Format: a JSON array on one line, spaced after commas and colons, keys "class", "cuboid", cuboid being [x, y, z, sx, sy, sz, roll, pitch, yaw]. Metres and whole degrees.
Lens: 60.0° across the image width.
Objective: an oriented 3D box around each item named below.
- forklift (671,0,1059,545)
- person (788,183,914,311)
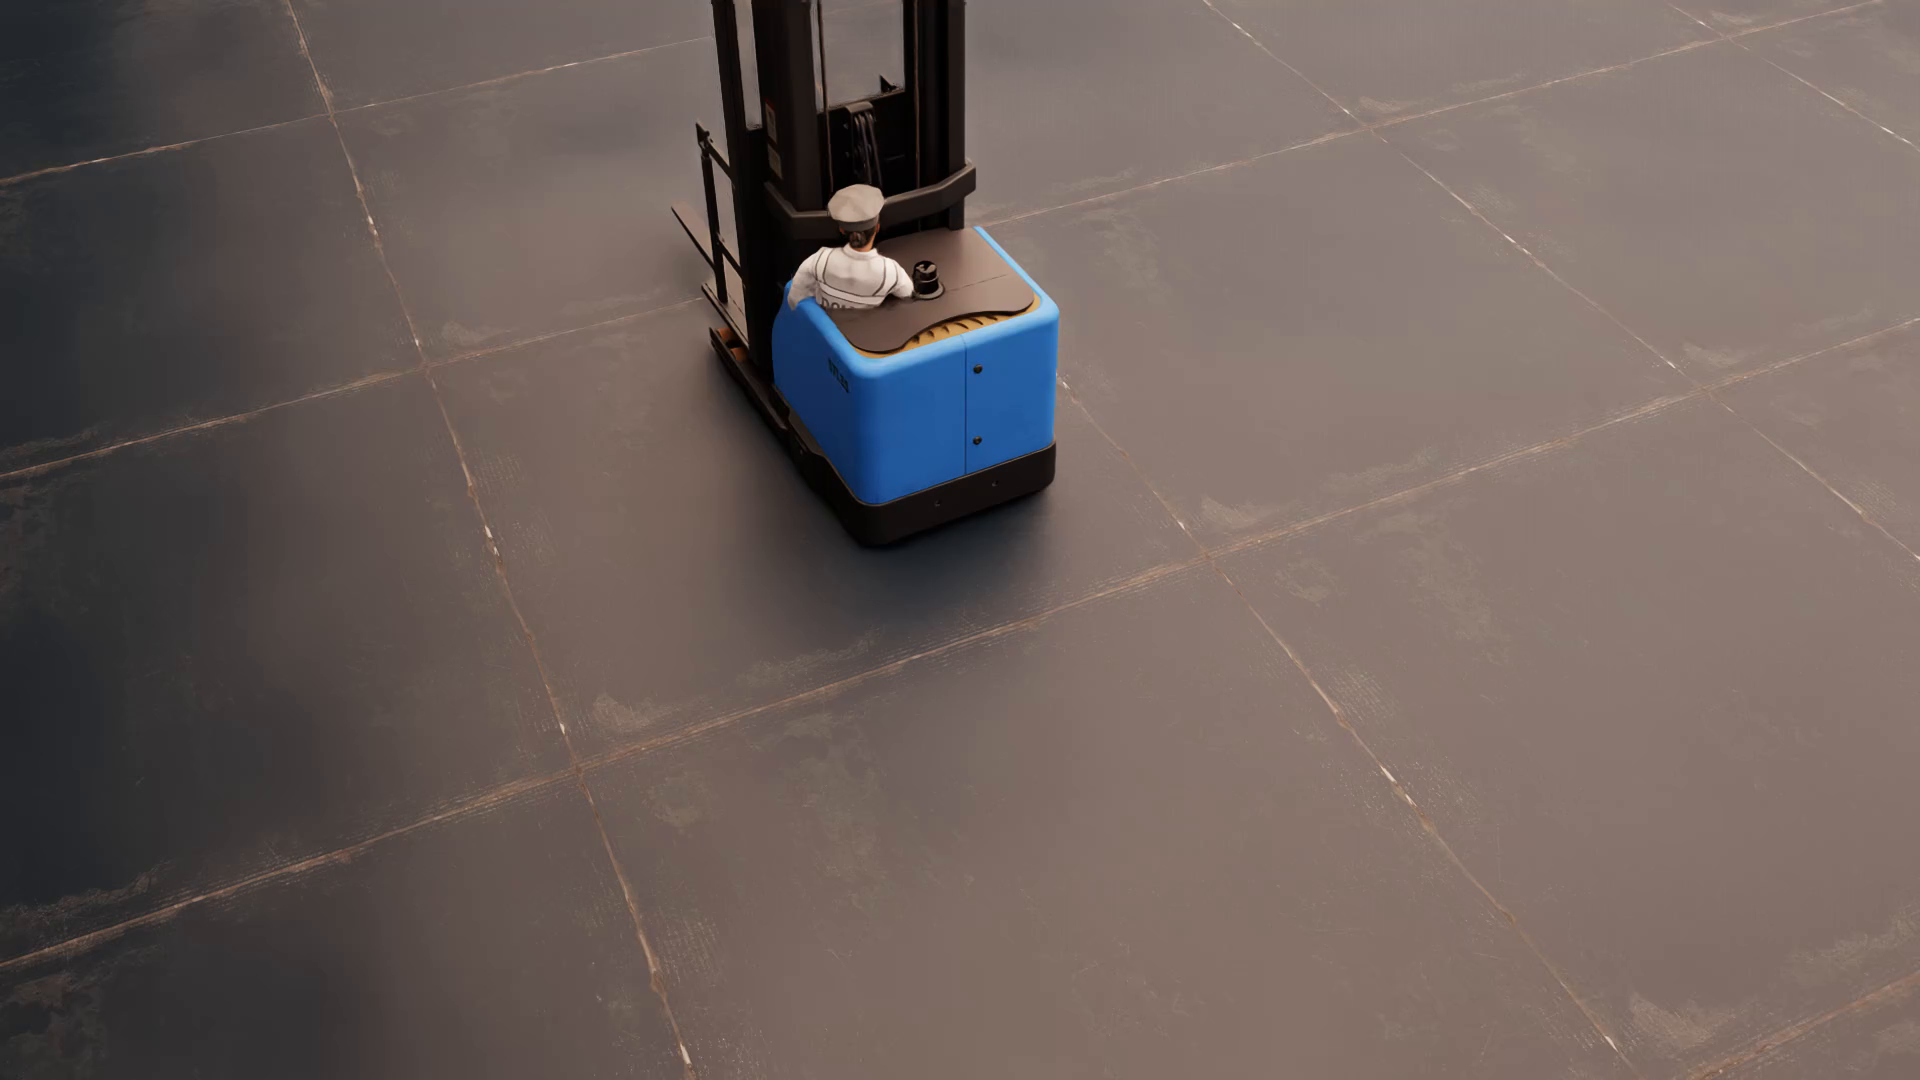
[{"class": "forklift", "cuboid": [-0.671, -2.053, 7.880, 1.130, 2.935, 3.031, -20, 46, -20]}, {"class": "person", "cuboid": [-0.393, -1.026, 7.736, 0.720, 1.519, 0.658, 8, 44, 9]}]
